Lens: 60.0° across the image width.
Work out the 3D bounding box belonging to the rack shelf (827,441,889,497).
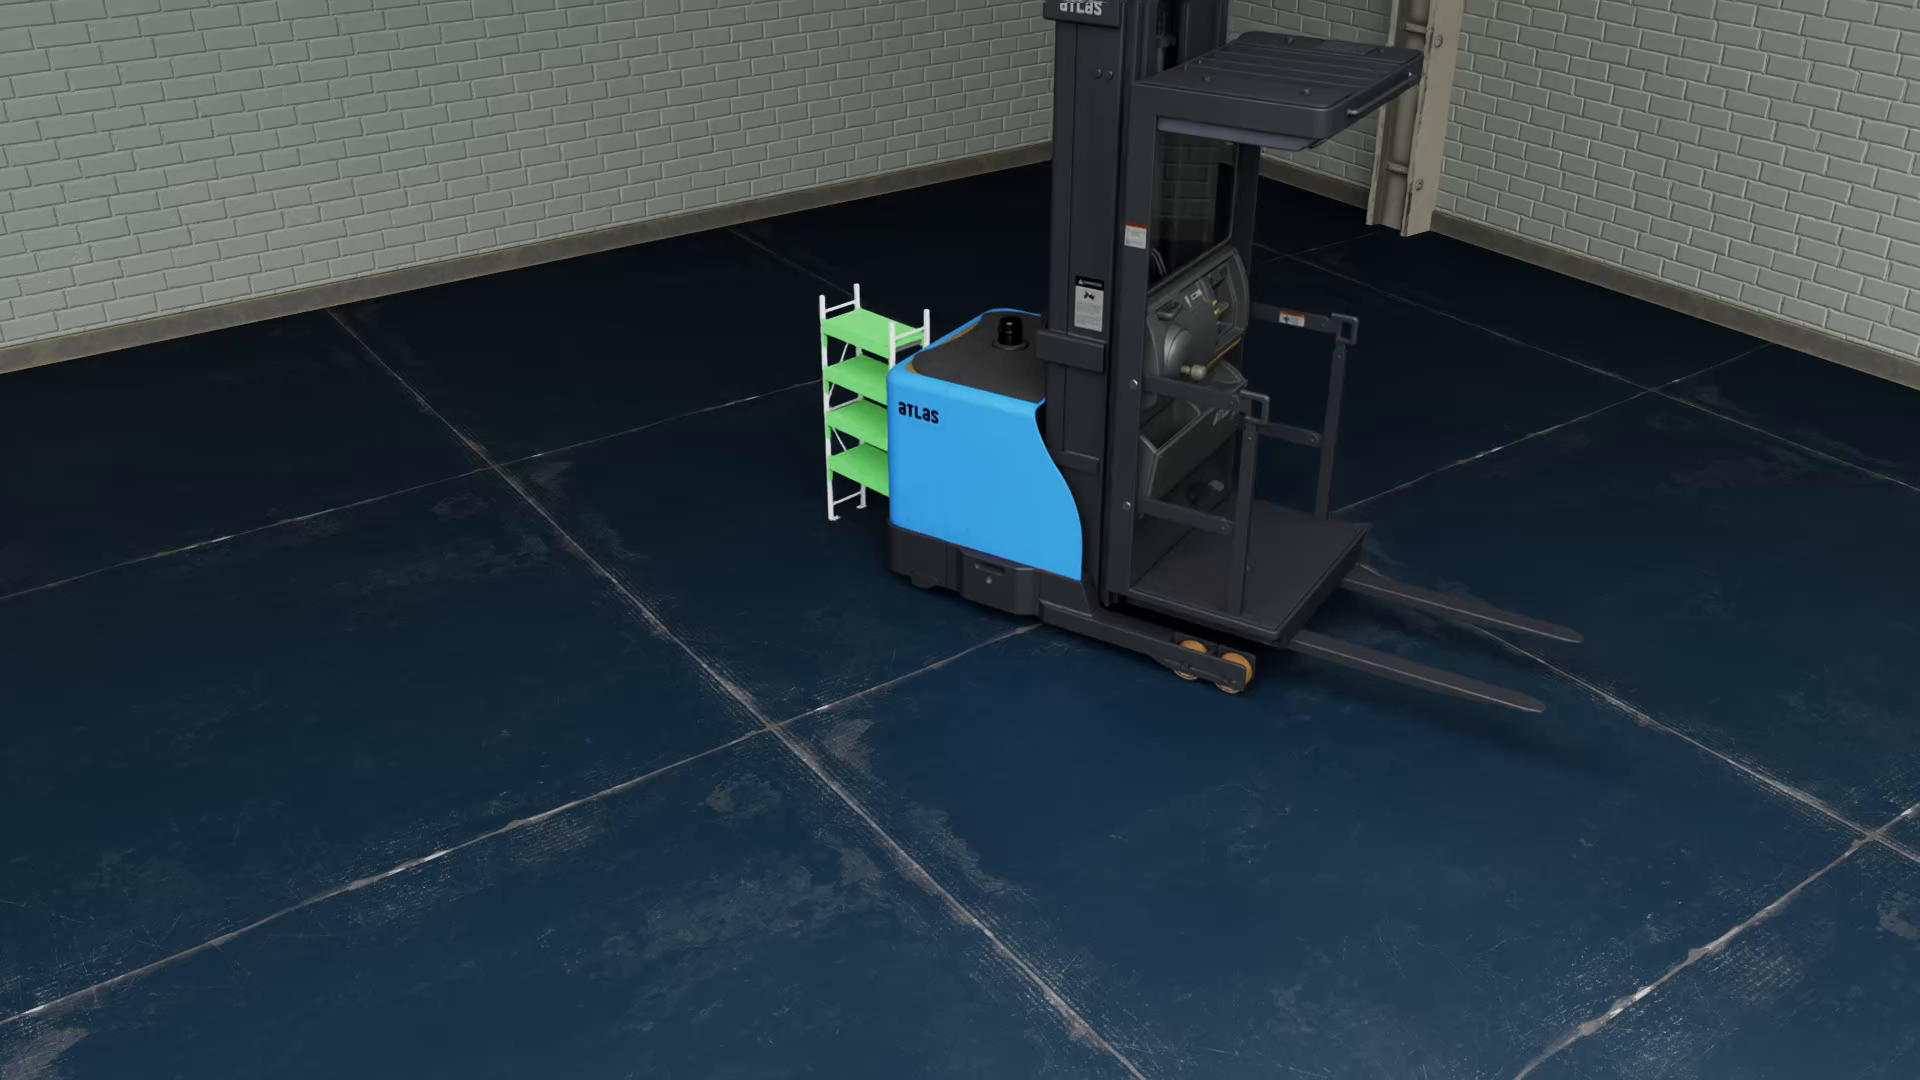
[{"bbox_3d":[-0.404,-0.317,8.214,0.258,0.148,0.480,-25,37,-38],"label":"rack shelf"}]

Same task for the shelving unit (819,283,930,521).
[{"bbox_3d":[-0.404,-0.584,8.069,0.258,1.200,0.503,-25,37,-38],"label":"shelving unit"}]

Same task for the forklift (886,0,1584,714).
[{"bbox_3d":[1.178,-0.929,6.890,3.031,2.935,1.130,16,33,28],"label":"forklift"}]

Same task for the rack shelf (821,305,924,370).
[{"bbox_3d":[-0.404,-0.950,7.870,0.258,0.148,0.480,-25,37,-38],"label":"rack shelf"}]

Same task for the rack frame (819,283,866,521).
[{"bbox_3d":[-0.575,-0.667,8.221,0.240,1.200,0.015,-25,37,-38],"label":"rack frame"}]

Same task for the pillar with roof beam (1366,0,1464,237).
[{"bbox_3d":[-0.173,-5.146,8.296,9.100,9.000,0.400,-19,34,-31],"label":"pillar with roof beam"}]

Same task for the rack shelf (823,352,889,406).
[{"bbox_3d":[-0.404,-0.739,7.985,0.258,0.148,0.480,-25,37,-38],"label":"rack shelf"}]

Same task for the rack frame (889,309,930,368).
[{"bbox_3d":[-0.232,-0.502,7.916,0.240,1.200,0.015,-25,37,-38],"label":"rack frame"}]

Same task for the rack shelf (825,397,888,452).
[{"bbox_3d":[-0.404,-0.528,8.099,0.258,0.148,0.480,-25,37,-38],"label":"rack shelf"}]
